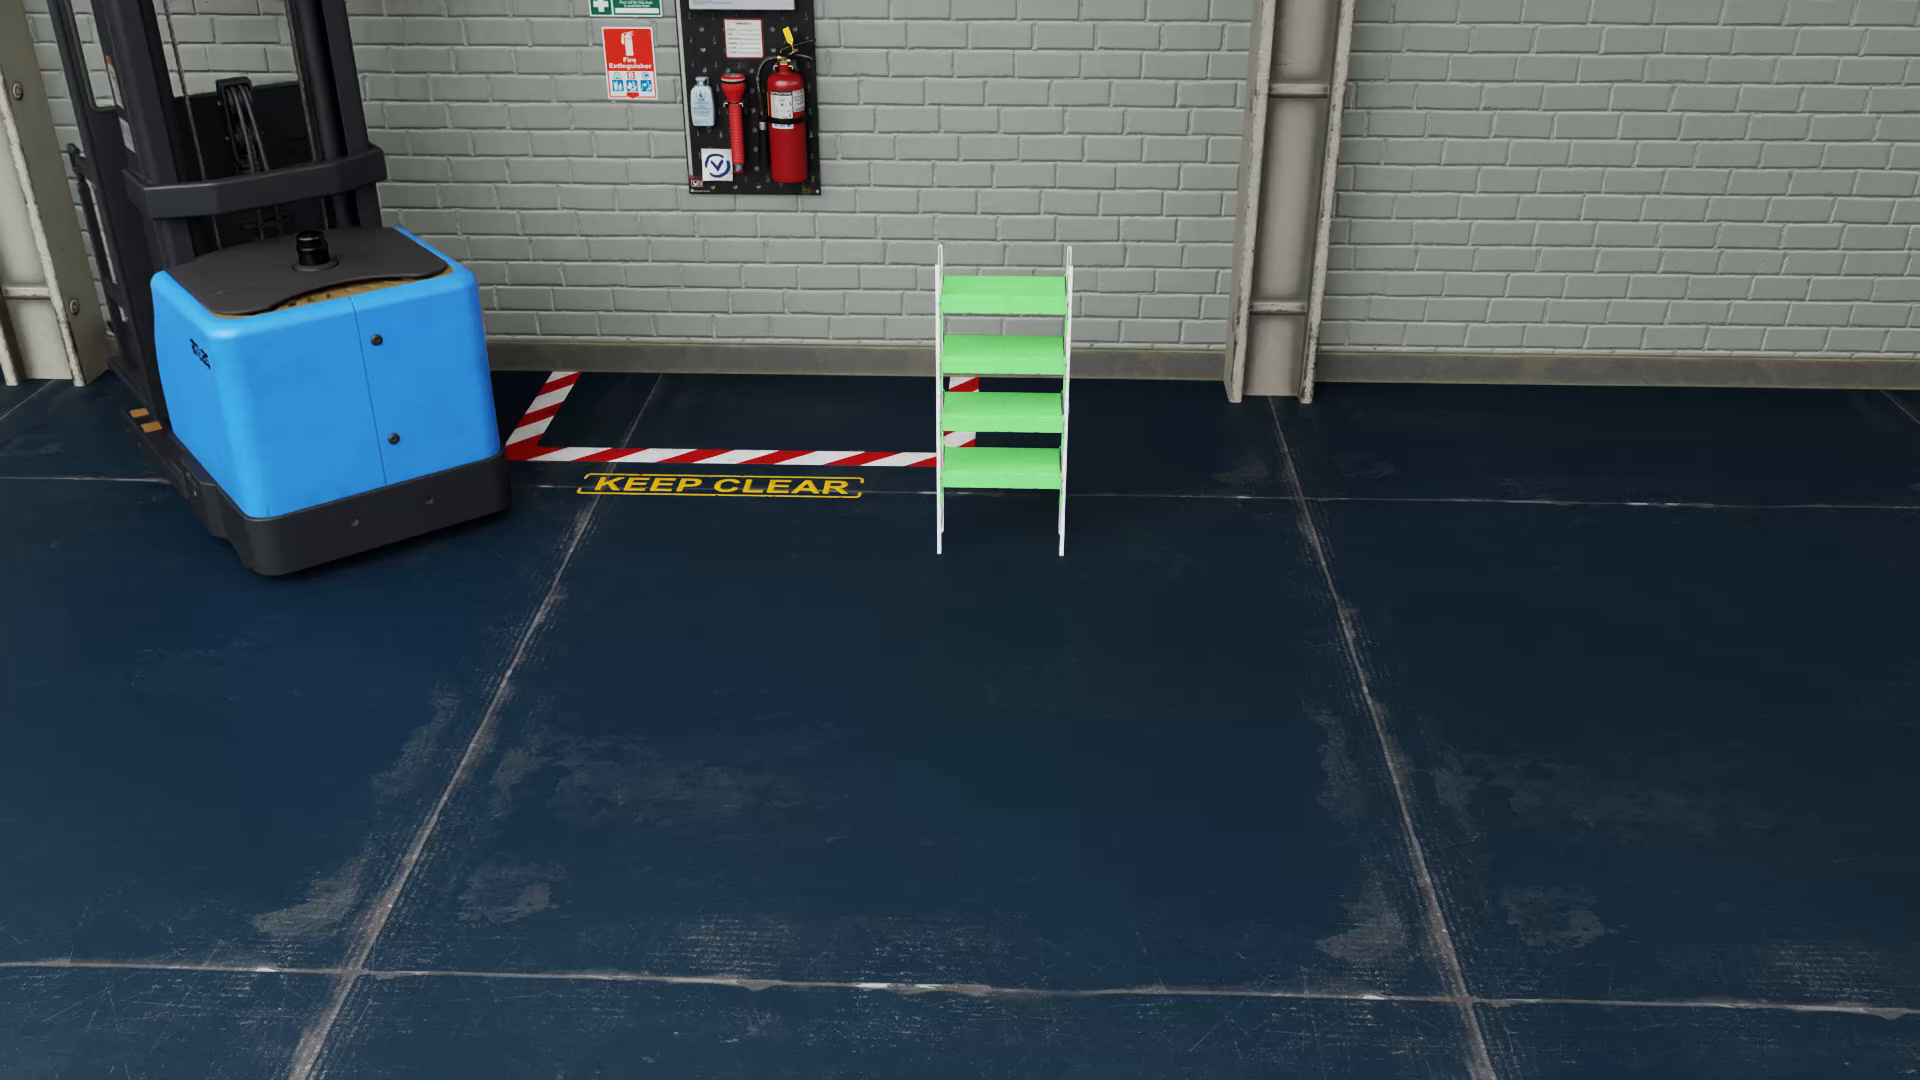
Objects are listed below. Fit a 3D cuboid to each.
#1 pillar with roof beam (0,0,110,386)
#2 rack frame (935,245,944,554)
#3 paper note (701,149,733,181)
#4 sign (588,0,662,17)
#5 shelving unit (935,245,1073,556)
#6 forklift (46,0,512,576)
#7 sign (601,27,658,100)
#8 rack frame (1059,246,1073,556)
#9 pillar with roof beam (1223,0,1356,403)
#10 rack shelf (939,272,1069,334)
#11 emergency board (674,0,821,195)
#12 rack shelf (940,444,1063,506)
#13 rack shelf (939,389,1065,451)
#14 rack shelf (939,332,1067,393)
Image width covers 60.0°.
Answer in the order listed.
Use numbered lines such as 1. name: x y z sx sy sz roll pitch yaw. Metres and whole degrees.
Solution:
1. pillar with roof beam: -4.647 -2.792 2.409 0.400 9.000 9.100 1 28 2
2. rack frame: -0.078 -0.531 6.471 0.015 1.200 0.240 1 28 2
3. paper note: -1.142 -1.762 7.812 0.142 0.148 0.016 1 28 2
4. sign: -1.512 -2.419 7.507 0.331 0.109 0.001 1 28 2
5. shelving unit: 0.165 -0.527 6.464 0.503 1.200 0.258 1 28 2
6. forklift: -3.156 -1.785 6.988 1.130 2.935 3.031 -20 34 -33
7. sign: -1.516 -2.189 7.639 0.234 0.329 0.001 1 28 2
8. rack frame: 0.409 -0.523 6.456 0.015 1.200 0.240 1 28 2
9. pillar with roof beam: 1.349 -2.693 2.222 0.400 9.000 9.100 1 28 2
10. rack shelf: 0.165 -0.895 6.269 0.480 0.148 0.258 1 28 2
11. emergency board: -0.967 -2.116 7.539 0.643 1.169 0.194 1 28 2
12. rack shelf: 0.165 -0.259 6.606 0.480 0.148 0.258 1 28 2
13. rack shelf: 0.165 -0.471 6.494 0.480 0.148 0.258 1 28 2
14. rack shelf: 0.165 -0.683 6.381 0.480 0.148 0.258 1 28 2
